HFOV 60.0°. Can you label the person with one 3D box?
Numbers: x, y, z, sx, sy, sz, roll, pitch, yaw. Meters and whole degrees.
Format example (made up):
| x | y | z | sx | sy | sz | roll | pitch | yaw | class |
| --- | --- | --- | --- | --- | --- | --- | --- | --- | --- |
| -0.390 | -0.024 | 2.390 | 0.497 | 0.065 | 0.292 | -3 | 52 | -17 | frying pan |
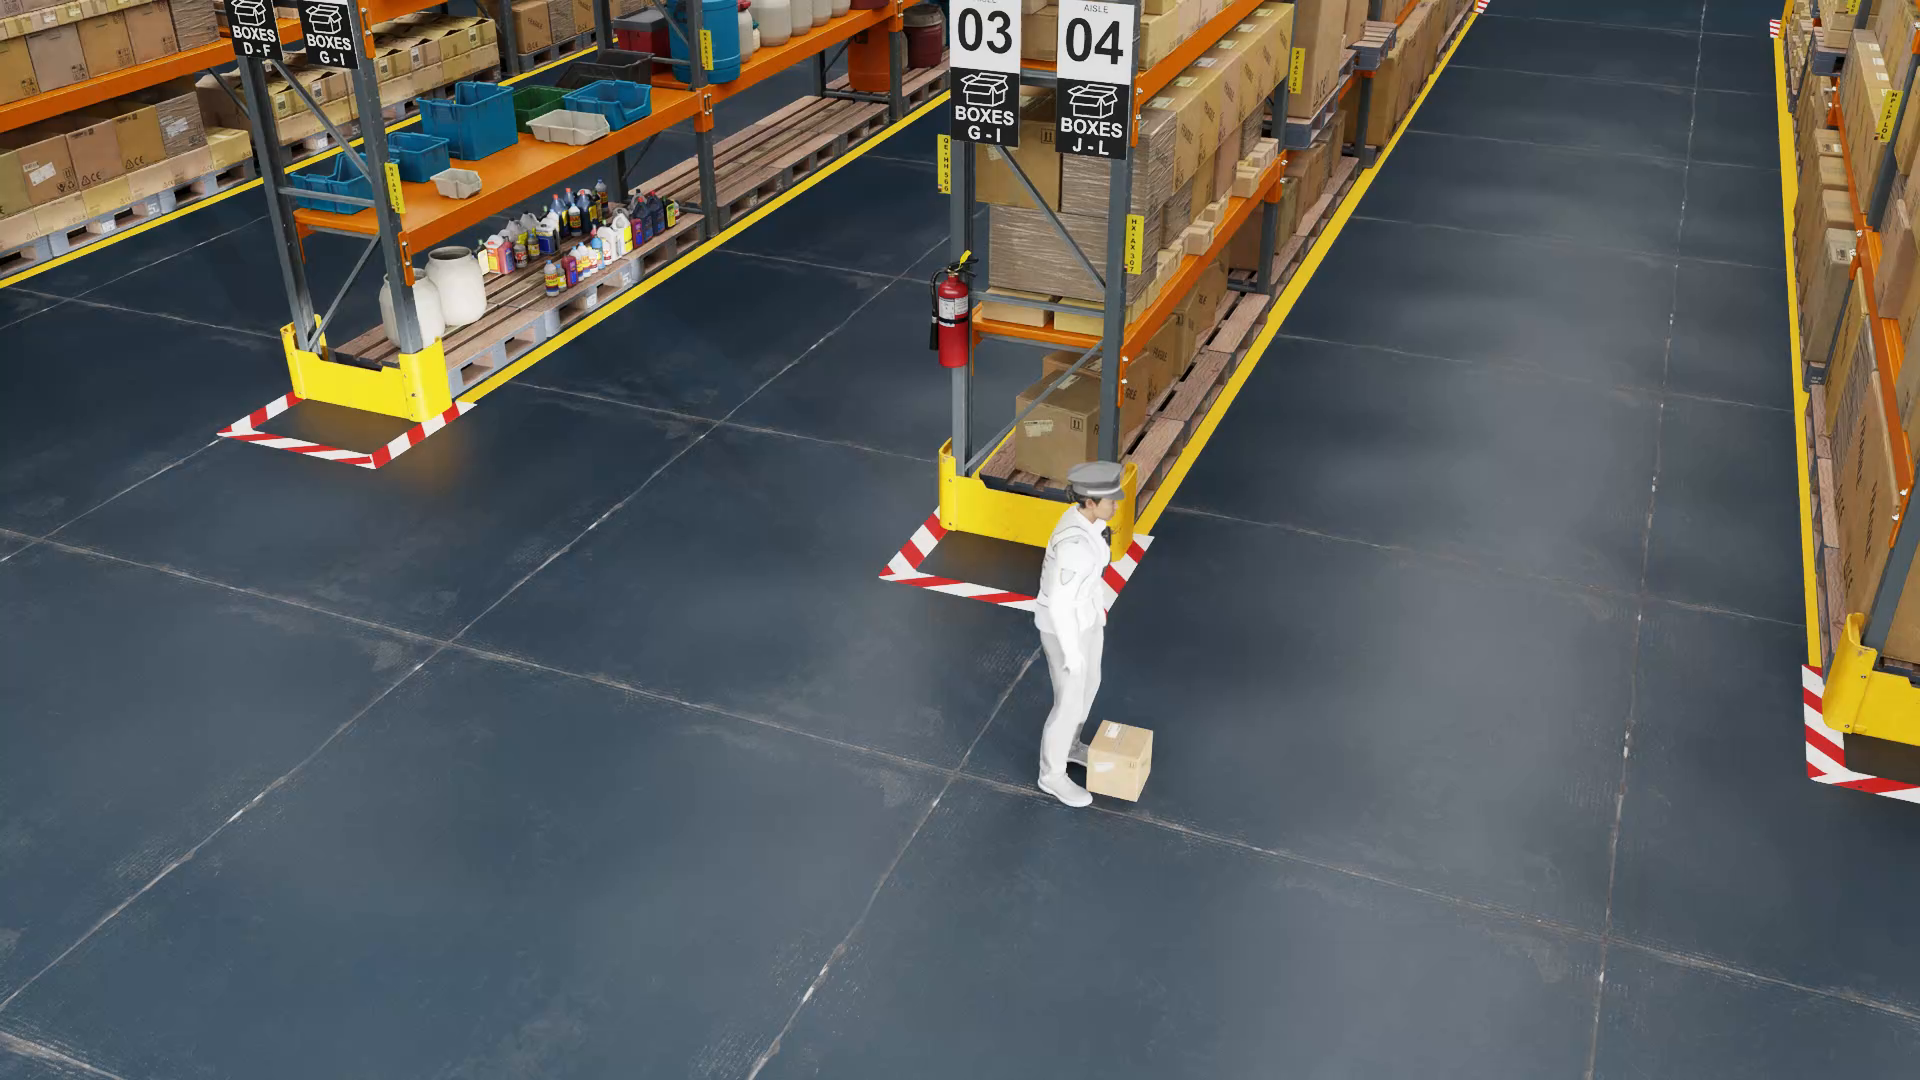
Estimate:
| x | y | z | sx | sy | sz | roll | pitch | yaw | class |
| --- | --- | --- | --- | --- | --- | --- | --- | --- | --- |
| 0.544 | 0.398 | 7.690 | 0.372 | 1.665 | 0.543 | 10 | 31 | 17 | person |
